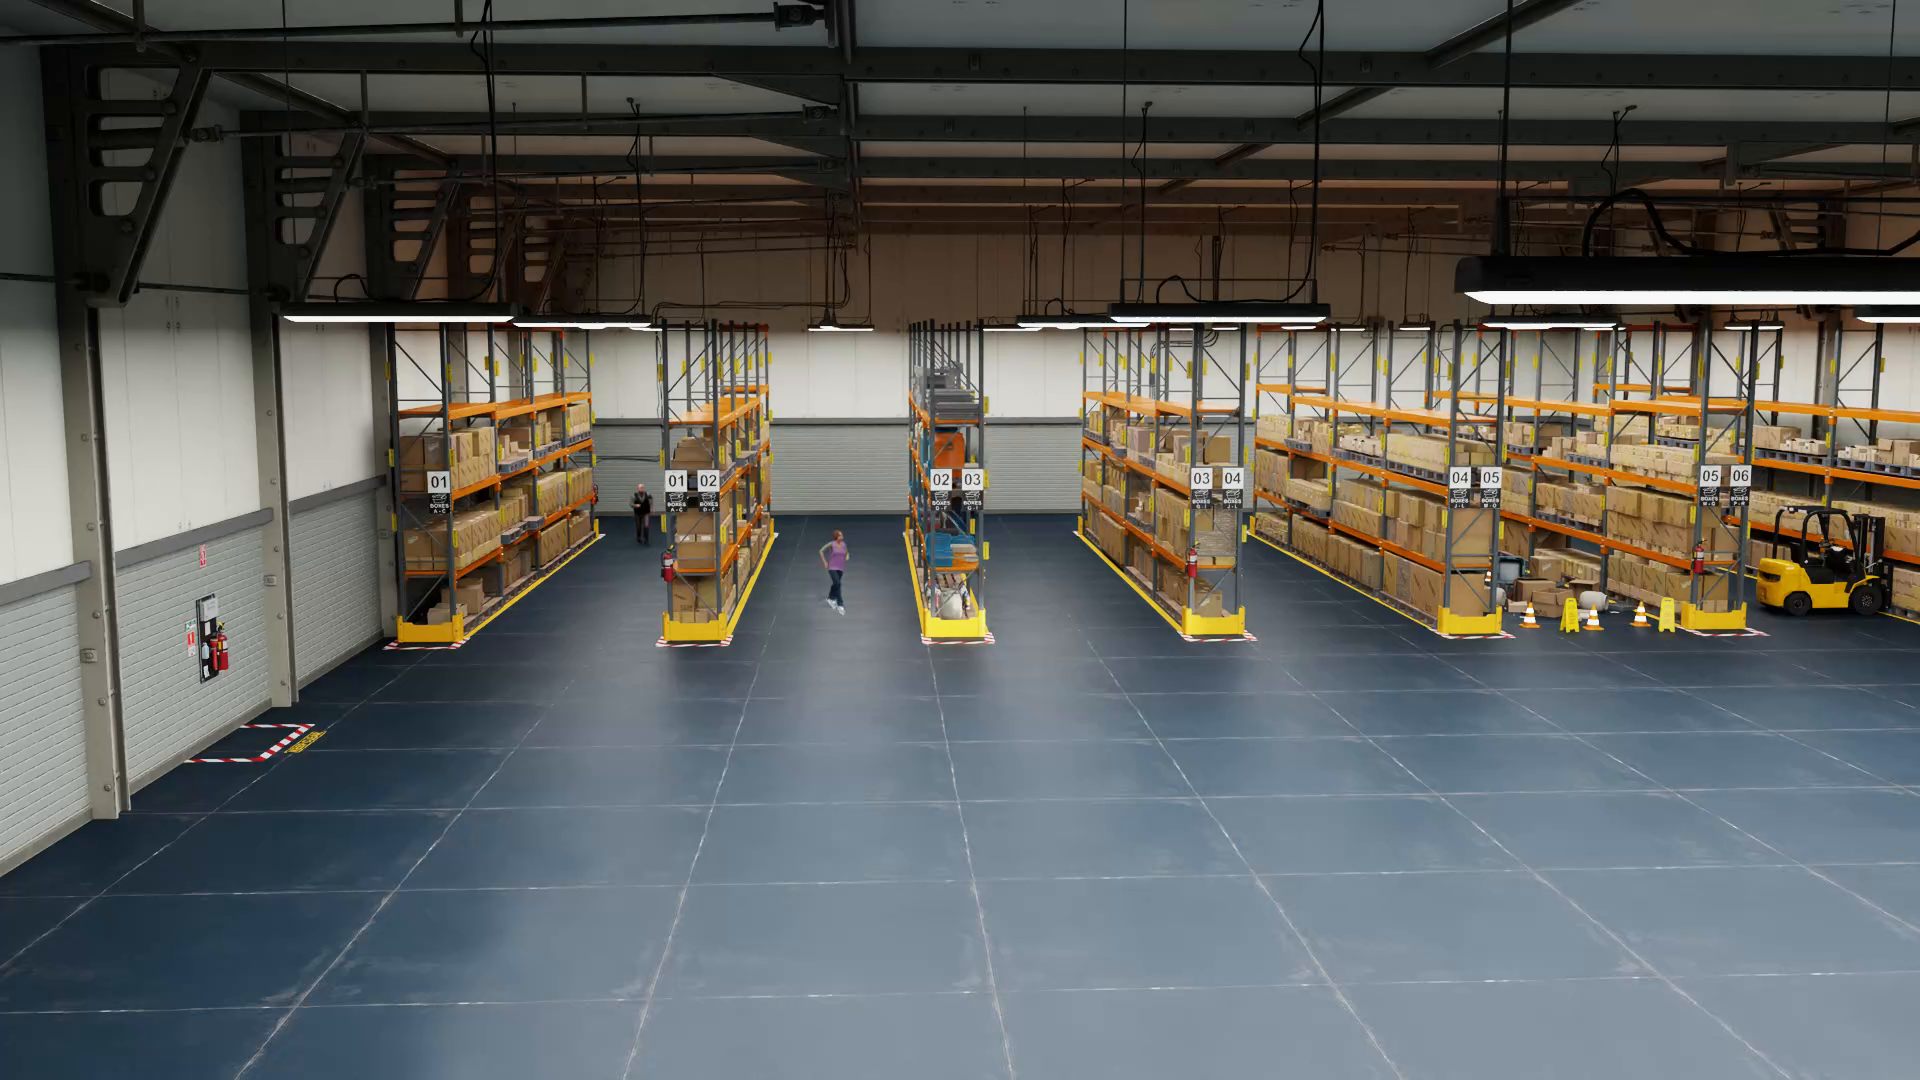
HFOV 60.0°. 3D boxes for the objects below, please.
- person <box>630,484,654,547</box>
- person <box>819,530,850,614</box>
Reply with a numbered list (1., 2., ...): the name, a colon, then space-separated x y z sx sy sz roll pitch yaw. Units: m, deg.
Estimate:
1. person: -8.636 -0.687 45.149 0.666 1.695 0.972 -2 7 -14
2. person: -2.454 0.605 32.745 0.571 1.621 0.820 -5 8 -33
